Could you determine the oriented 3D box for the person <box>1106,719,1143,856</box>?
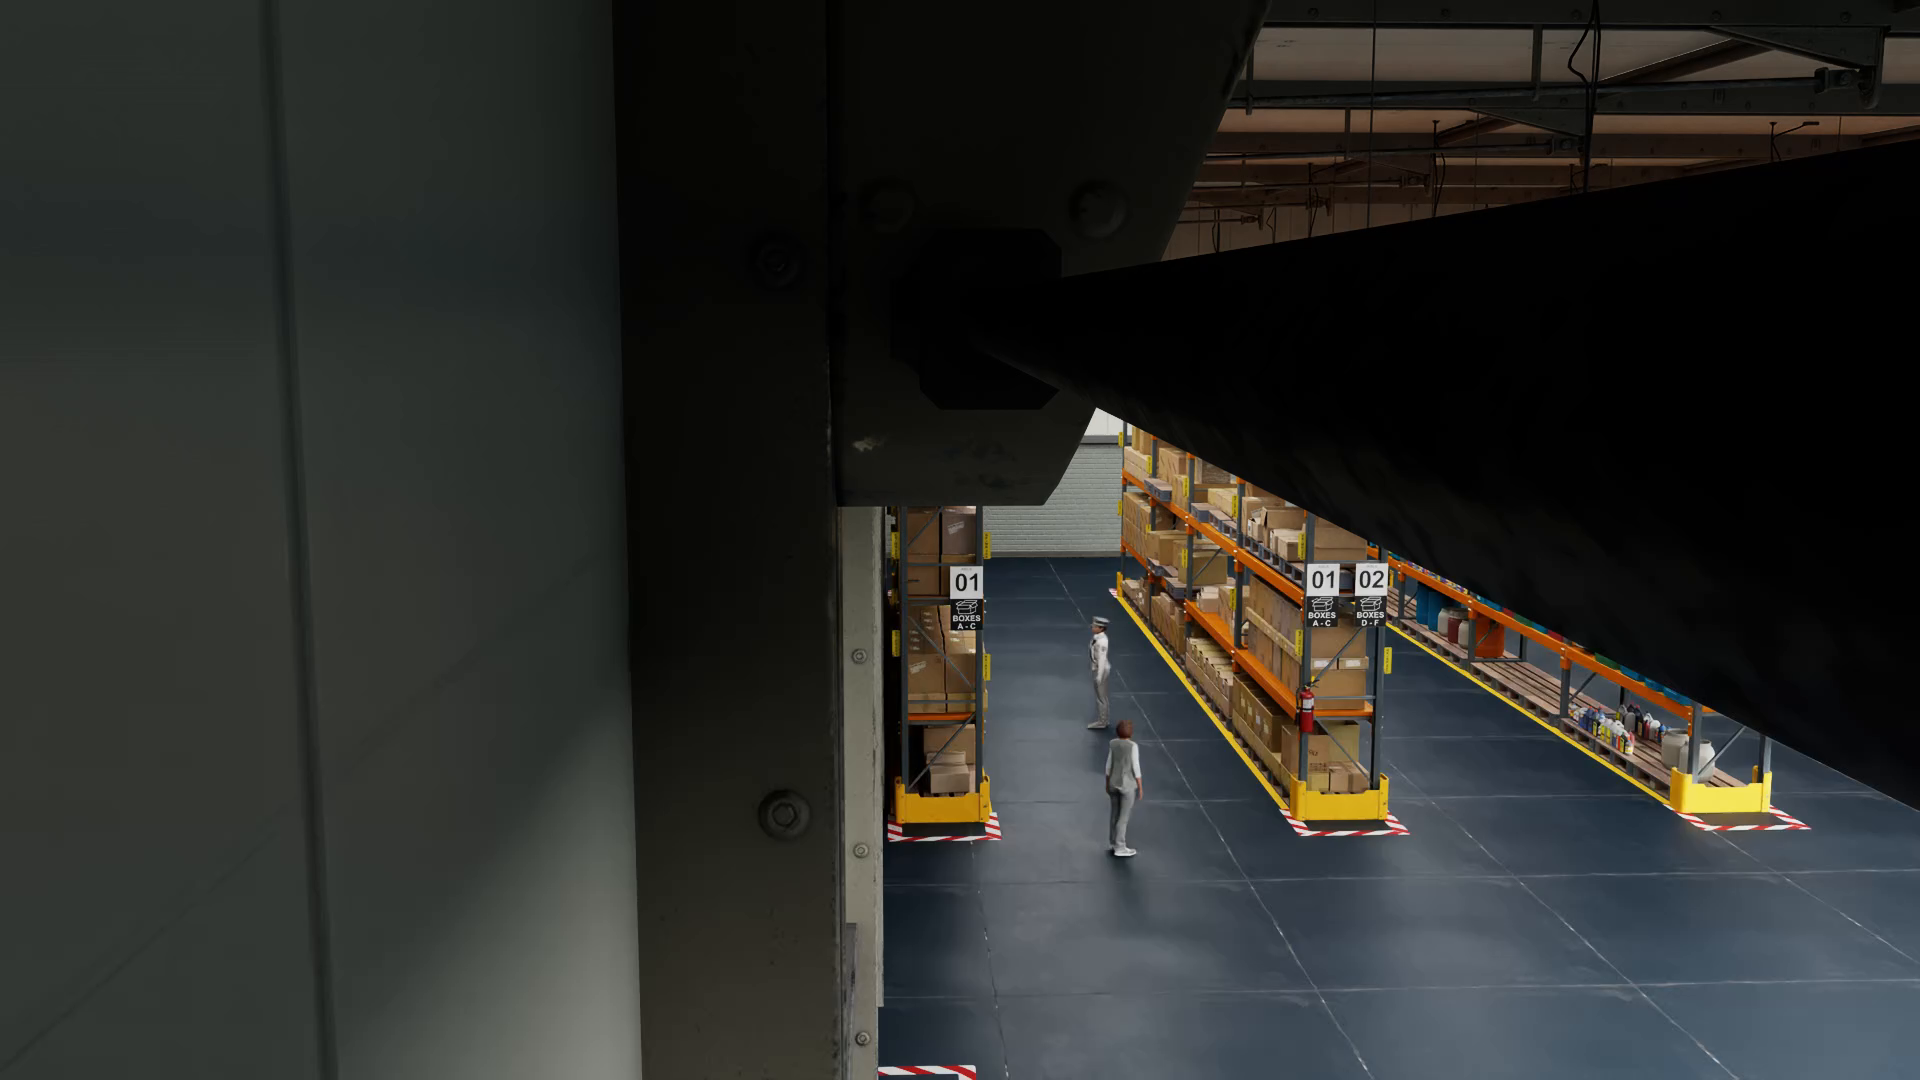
[{"bbox_3d":[1.925,2.860,19.267,0.492,1.613,0.447,7,11,41],"label":"person"}]

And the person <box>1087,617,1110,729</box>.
[{"bbox_3d":[2.081,1.989,25.020,0.356,1.694,0.549,-1,8,-4],"label":"person"}]
